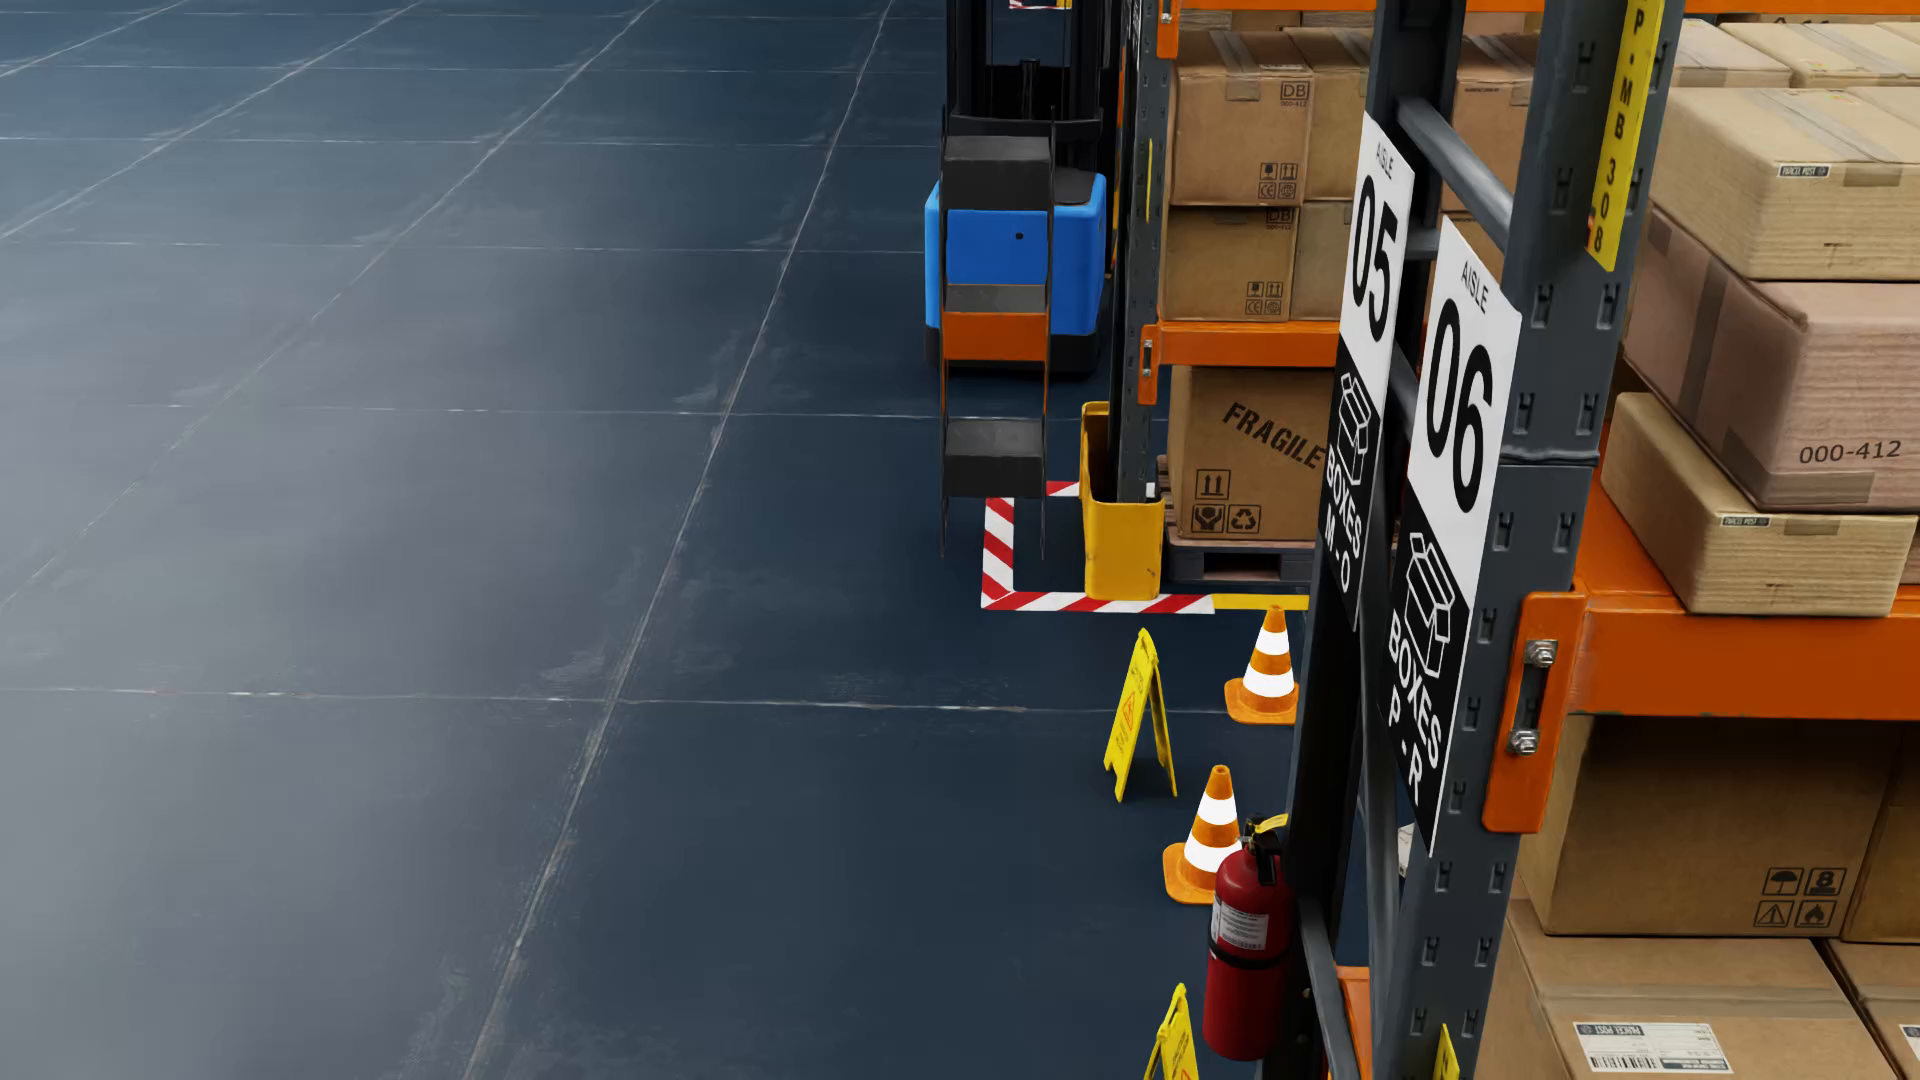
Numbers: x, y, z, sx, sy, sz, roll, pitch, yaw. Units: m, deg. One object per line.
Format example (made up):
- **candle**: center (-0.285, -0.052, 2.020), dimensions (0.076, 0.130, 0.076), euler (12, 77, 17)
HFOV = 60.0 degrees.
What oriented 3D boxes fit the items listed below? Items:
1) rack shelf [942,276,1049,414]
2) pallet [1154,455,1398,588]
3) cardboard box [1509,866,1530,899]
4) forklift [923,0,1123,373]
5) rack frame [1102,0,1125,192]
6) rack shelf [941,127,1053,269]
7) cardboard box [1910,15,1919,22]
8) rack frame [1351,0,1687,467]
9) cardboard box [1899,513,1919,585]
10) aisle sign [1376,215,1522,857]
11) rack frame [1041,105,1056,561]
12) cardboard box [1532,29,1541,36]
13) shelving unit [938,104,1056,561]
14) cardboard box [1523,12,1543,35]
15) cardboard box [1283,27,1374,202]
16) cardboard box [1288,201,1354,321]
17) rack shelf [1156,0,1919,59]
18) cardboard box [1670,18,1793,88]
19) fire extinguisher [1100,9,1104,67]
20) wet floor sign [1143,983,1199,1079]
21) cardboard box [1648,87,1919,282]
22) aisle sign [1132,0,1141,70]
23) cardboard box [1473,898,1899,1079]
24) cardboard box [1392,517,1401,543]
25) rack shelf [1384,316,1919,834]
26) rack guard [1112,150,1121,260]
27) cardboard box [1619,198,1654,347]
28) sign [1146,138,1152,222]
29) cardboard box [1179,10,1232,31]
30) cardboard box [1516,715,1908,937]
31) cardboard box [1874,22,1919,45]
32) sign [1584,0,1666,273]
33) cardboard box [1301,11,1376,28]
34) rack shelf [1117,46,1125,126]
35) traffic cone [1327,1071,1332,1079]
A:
- **rack shelf**: center (0.165, -0.913, 7.759), dimensions (0.480, 0.518, 0.431), euler (1, 28, 2)
- **pallet**: center (1.603, -0.109, 8.230), dimensions (1.213, 0.211, 1.003), euler (1, 28, 2)
- **cardboard box**: center (1.279, 0.706, 3.292), dimensions (0.500, 0.500, 0.500), euler (0, 28, 1)
- **forklift**: center (0.492, -2.962, 10.709), dimensions (1.130, 2.935, 3.031), euler (4, 28, 7)
- **rack frame**: center (1.077, -3.637, 11.909), dimensions (0.127, 3.000, 1.000), euler (1, 28, 2)
- **rack shelf**: center (0.165, -1.531, 7.432), dimensions (0.480, 0.518, 0.431), euler (1, 28, 2)
- **cardboard box**: center (6.810, -3.817, 11.689), dimensions (0.637, 0.503, 0.797), euler (4, 28, 7)
- **rack frame**: center (0.727, -1.649, 1.753), dimensions (0.127, 3.000, 1.000), euler (1, 28, 2)
- **cardboard box**: center (1.313, -0.093, 2.288), dimensions (0.250, 0.149, 0.380), euler (0, 28, 0)
- **aisle sign**: center (0.654, -0.003, 2.278), dimensions (0.004, 0.787, 0.394), euler (1, 28, 2)
- **rack frame**: center (0.409, -0.921, 7.745), dimensions (0.015, 2.100, 0.400), euler (1, 28, 2)
- **cardboard box**: center (2.812, -1.850, 7.224), dimensions (0.500, 0.550, 0.875), euler (1, 28, 2)
- **shelving unit**: center (0.165, -0.925, 7.753), dimensions (0.503, 2.100, 0.431), euler (1, 28, 2)
- **cardboard box**: center (4.128, -3.808, 11.806), dimensions (0.500, 0.500, 0.875), euler (1, 28, 2)
- **cardboard box**: center (1.723, -1.871, 7.263), dimensions (0.550, 0.550, 0.875), euler (1, 28, 2)
- **cardboard box**: center (1.724, -1.400, 7.528), dimensions (0.550, 0.550, 0.875), euler (1, 28, 2)
- **rack shelf**: center (2.799, -2.292, 6.936), dimensions (4.000, 0.370, 1.077), euler (1, 28, 2)
- **cardboard box**: center (1.075, -0.698, 2.578), dimensions (0.250, 0.149, 0.380), euler (1, 28, 2)
- **fire extinguisher**: center (0.979, -3.821, 12.337), dimensions (0.183, 0.674, 0.296), euler (1, 28, 2)
- **wet floor sign**: center (0.575, 1.538, 4.661), dimensions (0.232, 0.644, 0.267), euler (11, 30, 19)
- **cardboard box**: center (1.075, -0.464, 2.137), dimensions (0.250, 0.149, 0.380), euler (1, 28, 1)
- **aisle sign**: center (0.719, -2.327, 6.661), dimensions (0.004, 0.787, 0.394), euler (1, 28, 2)
- **cardboard box**: center (1.191, 0.963, 2.806), dimensions (0.500, 0.500, 0.500), euler (1, 28, 1)
- **cardboard box**: center (2.360, -0.570, 7.943), dimensions (0.875, 0.875, 0.875), euler (1, 28, 1)
- **rack shelf**: center (2.726, 0.027, 2.562), dimensions (4.000, 0.370, 1.077), euler (1, 28, 2)
- **rack guard**: center (1.153, -2.532, 12.492), dimensions (0.348, 0.500, 1.175), euler (1, 28, 2)
- **cardboard box**: center (1.248, -0.507, 2.643), dimensions (0.500, 0.250, 0.500), euler (1, 28, 1)
- **sign**: center (0.775, -1.475, 6.821), dimensions (0.005, 0.325, 0.100), euler (1, 28, 2)
- **cardboard box**: center (1.625, -3.791, 11.774), dimensions (0.500, 0.500, 0.875), euler (1, 28, 2)
- **cardboard box**: center (1.245, 0.290, 3.008), dimensions (0.500, 0.500, 0.700), euler (0, 28, 1)
- **cardboard box**: center (1.587, -0.680, 2.544), dimensions (0.250, 0.149, 0.380), euler (1, 28, 1)
- **sign**: center (0.708, -0.456, 1.772), dimensions (0.005, 0.325, 0.100), euler (1, 28, 2)
- **cardboard box**: center (2.628, -3.810, 11.811), dimensions (0.500, 0.500, 0.875), euler (1, 28, 2)
- **rack shelf**: center (3.076, -3.286, 12.015), dimensions (4.000, 0.370, 1.077), euler (1, 28, 2)
- **traffic cone**: center (1.202, 1.525, 4.878), dimensions (0.334, 0.463, 0.336), euler (1, 28, 2)
